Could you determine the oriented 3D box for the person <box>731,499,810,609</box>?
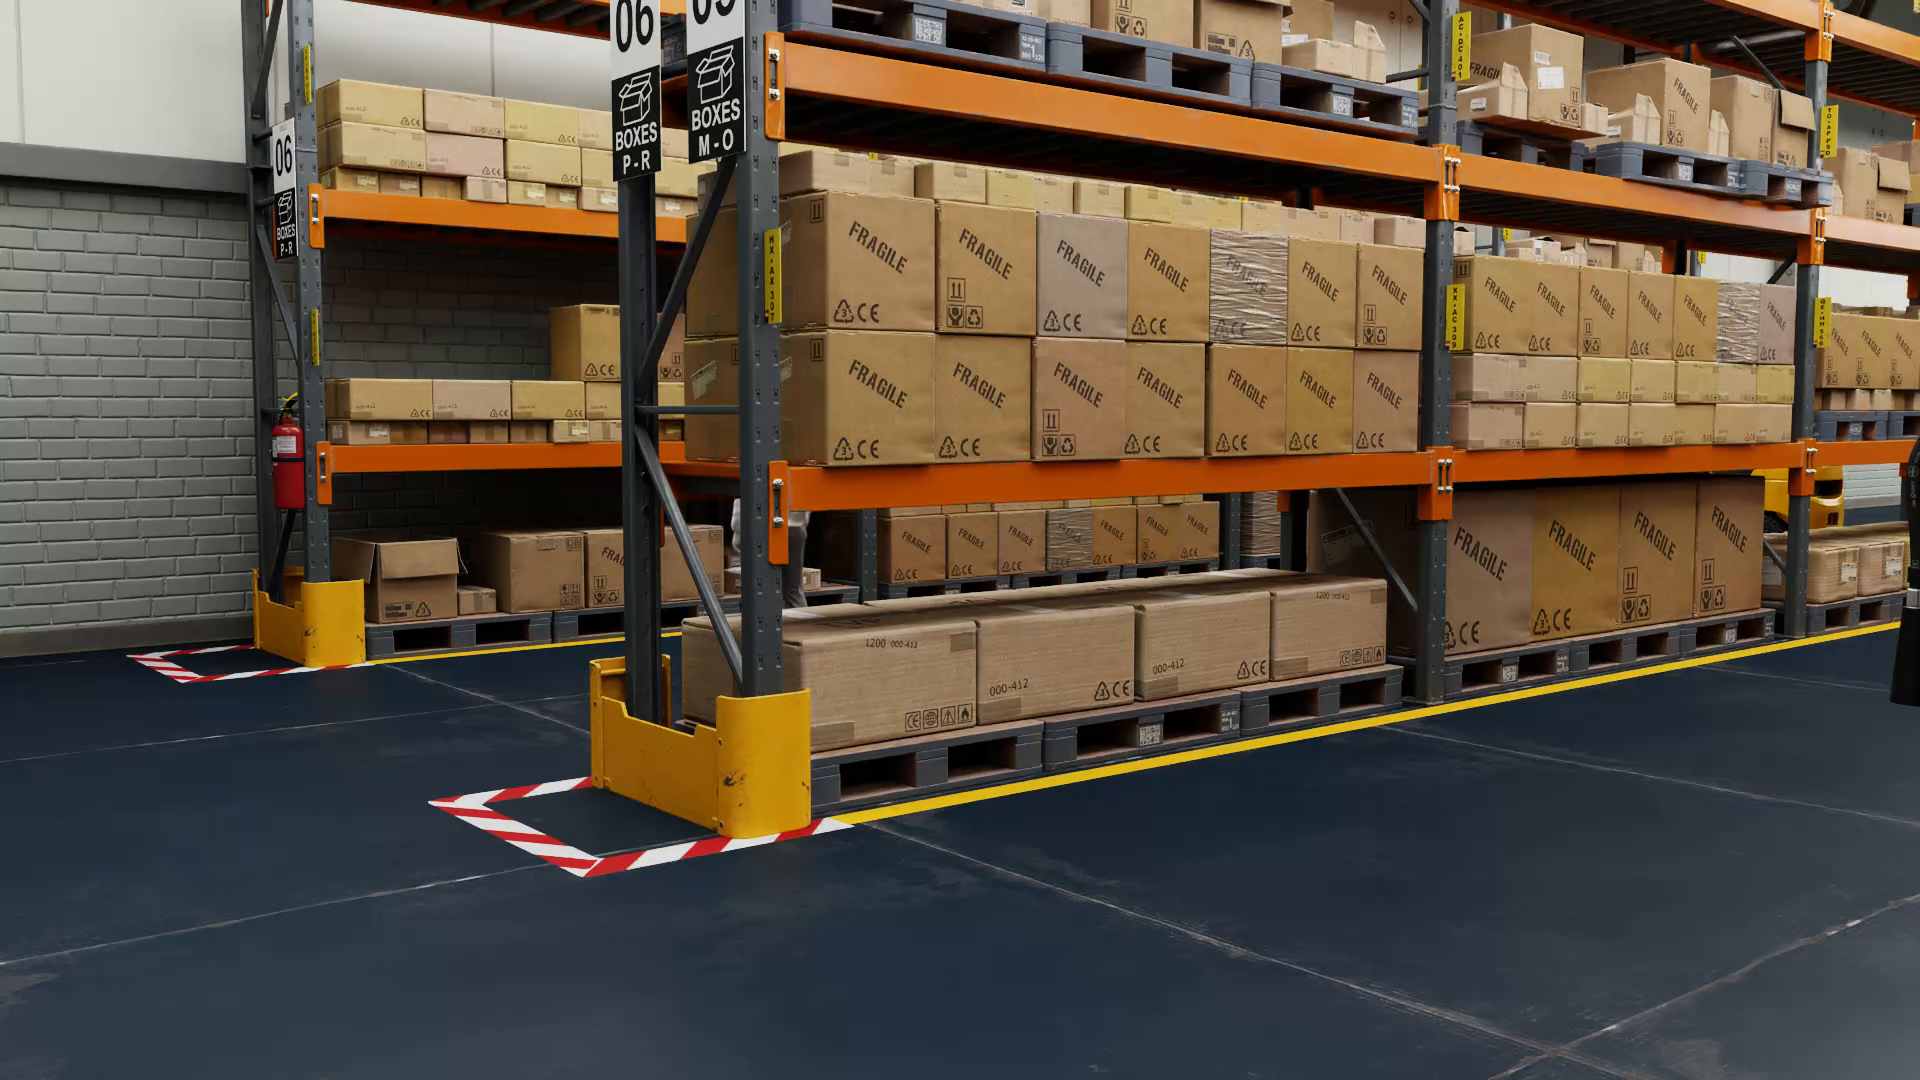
[{"bbox_3d":[-1.081,-0.059,9.476,0.547,1.666,0.412,-4,6,-42],"label":"person"}]
